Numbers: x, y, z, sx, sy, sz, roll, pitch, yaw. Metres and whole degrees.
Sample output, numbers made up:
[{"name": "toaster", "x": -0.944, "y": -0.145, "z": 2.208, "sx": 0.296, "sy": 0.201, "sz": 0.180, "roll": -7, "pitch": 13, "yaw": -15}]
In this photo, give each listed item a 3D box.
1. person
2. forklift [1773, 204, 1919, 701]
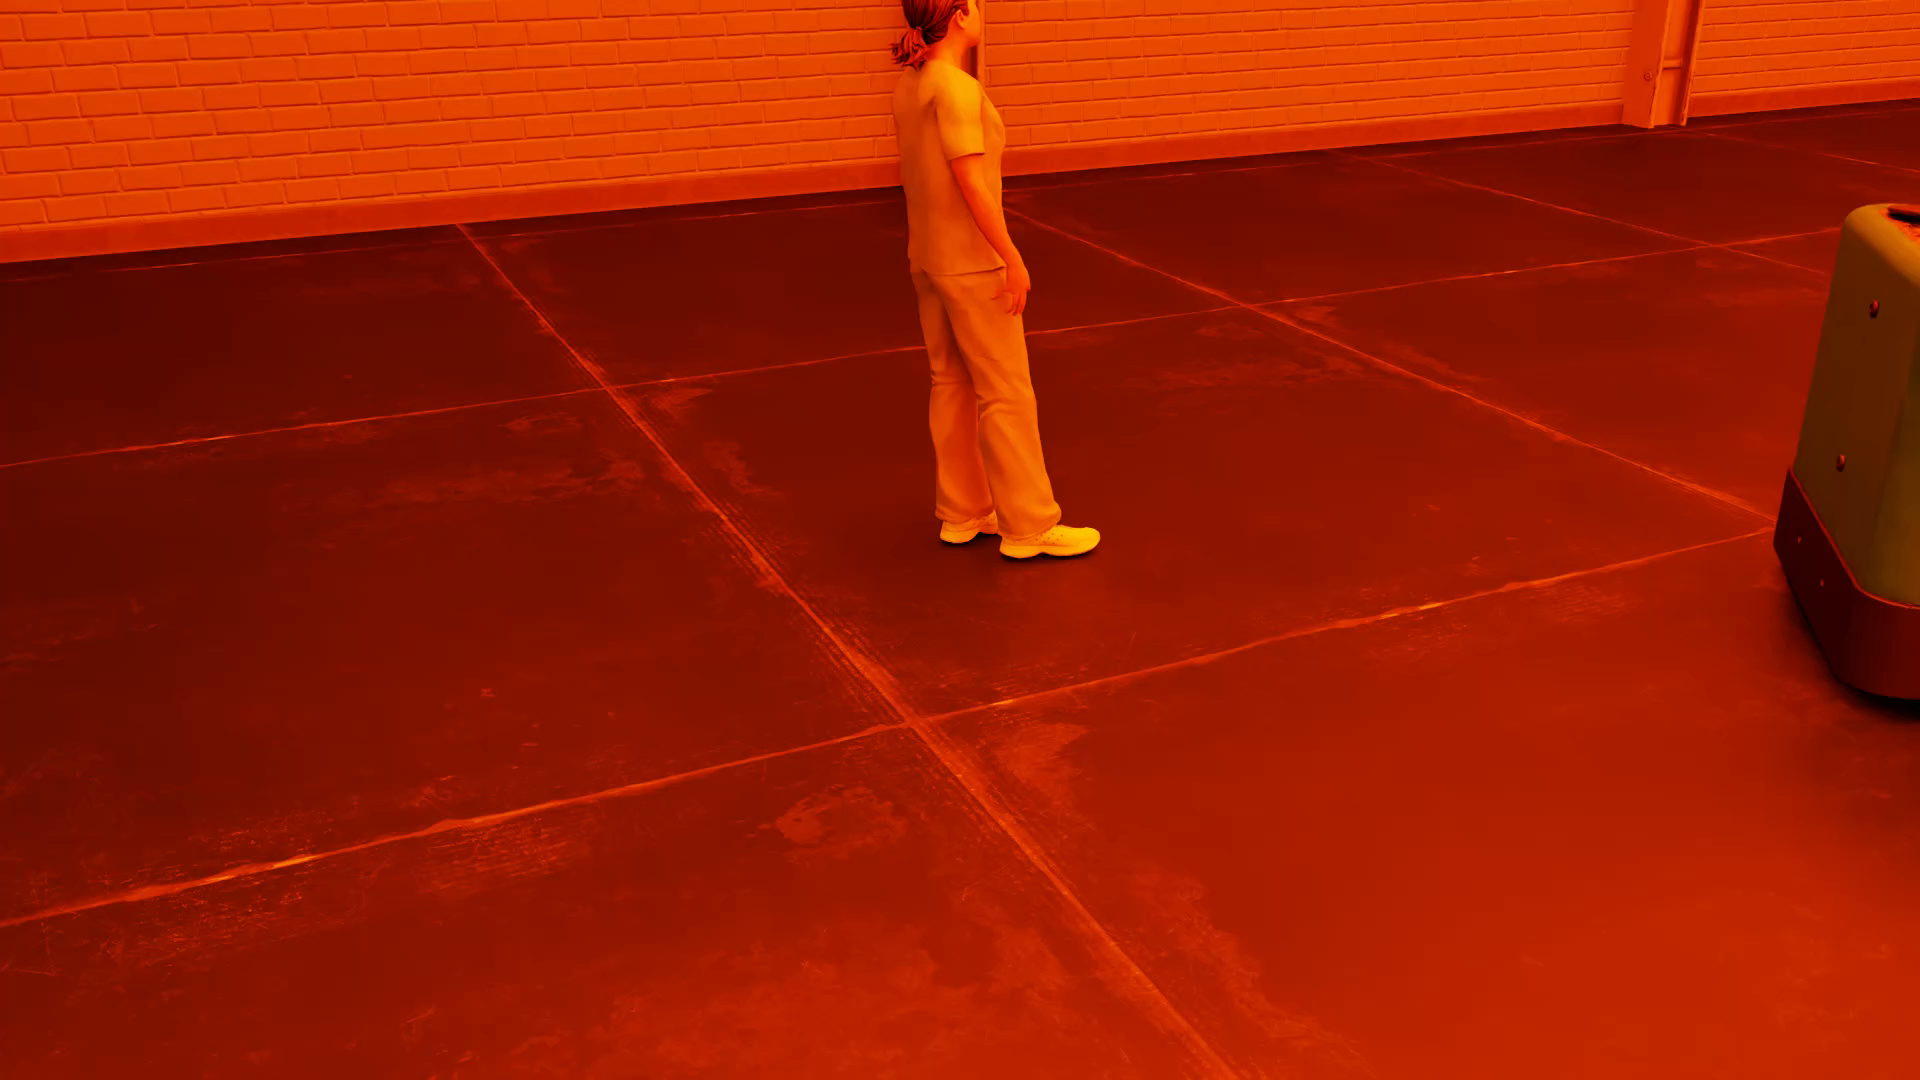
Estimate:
[{"name": "person", "x": 0.072, "y": -0.788, "z": 4.800, "sx": 0.549, "sy": 1.675, "sz": 0.549, "roll": -10, "pitch": 25, "yaw": -23}, {"name": "forklift", "x": 3.741, "y": -0.964, "z": 3.608, "sx": 3.031, "sy": 2.935, "sz": 1.130, "roll": 6, "pitch": 23, "yaw": 14}]
